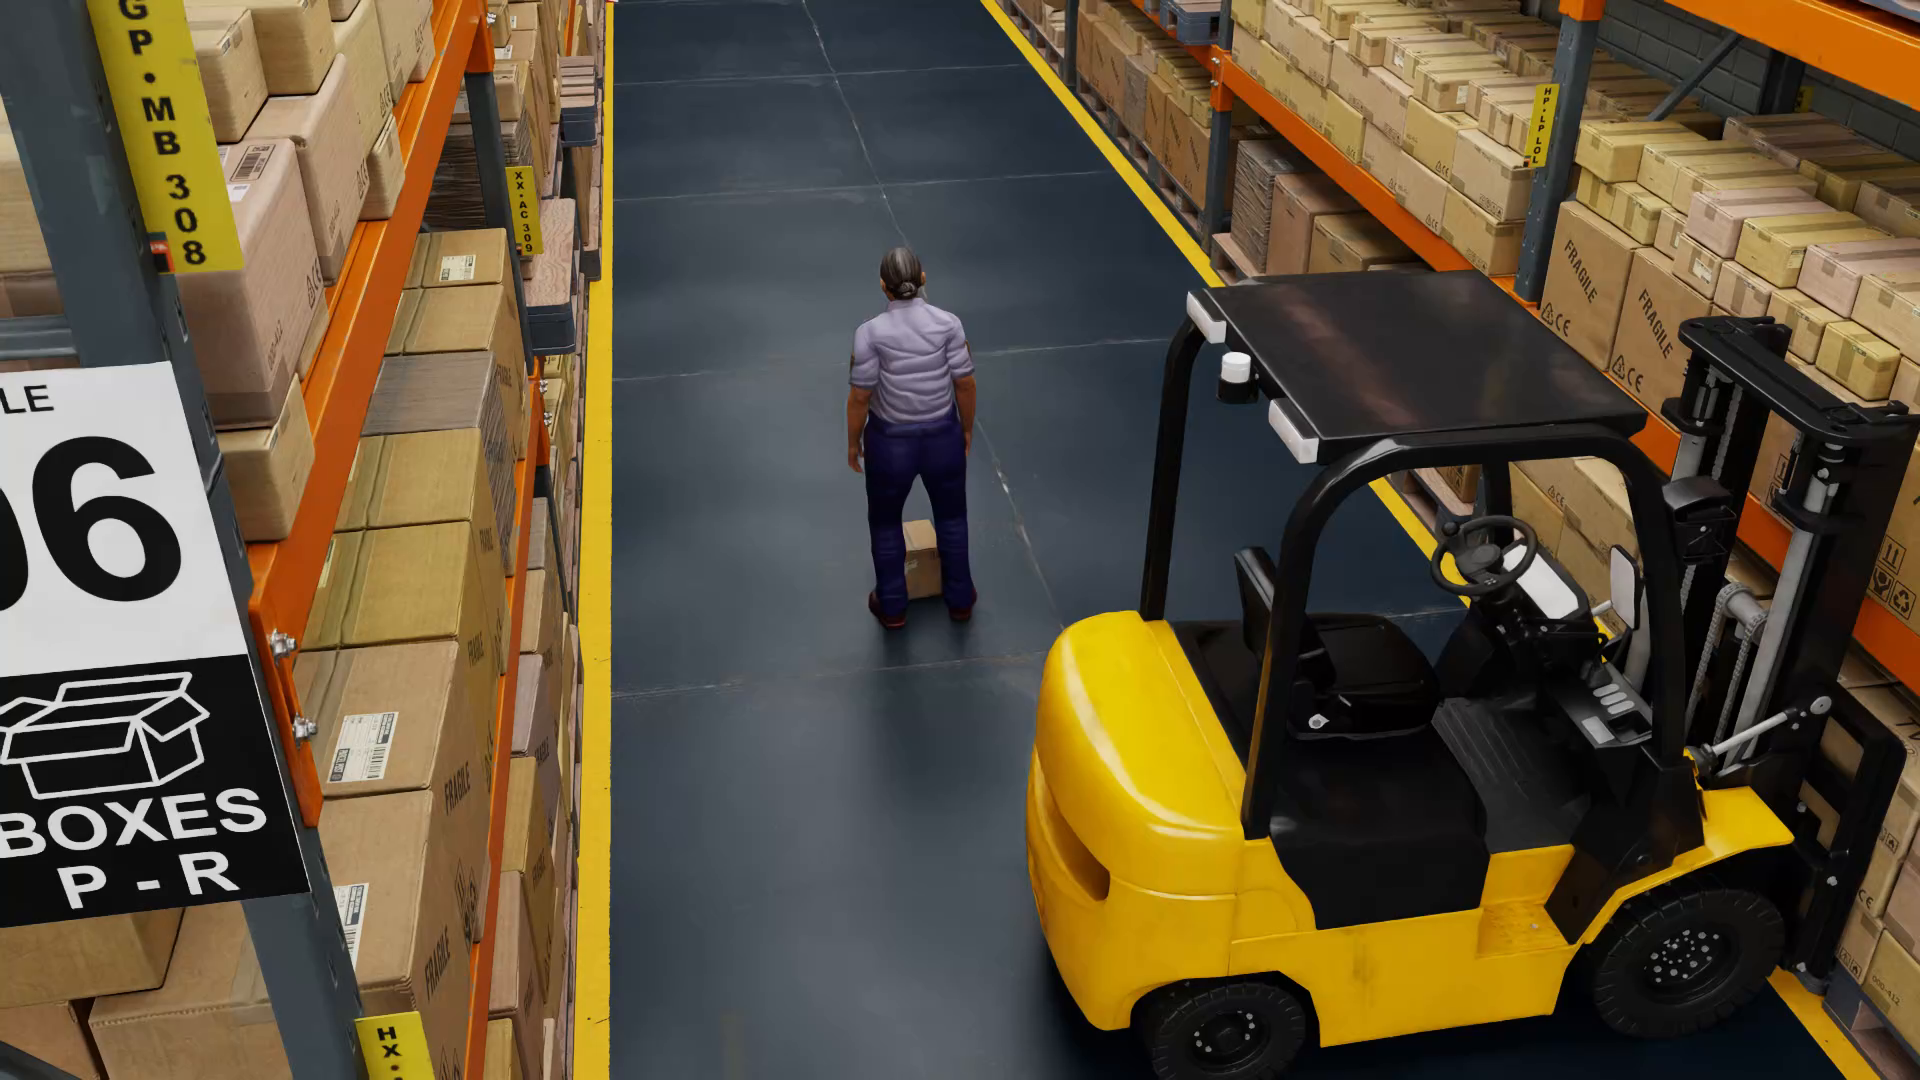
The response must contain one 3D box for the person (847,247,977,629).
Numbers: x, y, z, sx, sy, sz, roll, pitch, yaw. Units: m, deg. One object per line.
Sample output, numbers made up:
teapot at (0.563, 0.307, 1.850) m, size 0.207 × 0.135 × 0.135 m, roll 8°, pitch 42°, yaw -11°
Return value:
person at (-0.181, -0.390, 6.791) m, size 0.563 × 1.653 × 0.363 m, roll -7°, pitch 32°, yaw -11°
